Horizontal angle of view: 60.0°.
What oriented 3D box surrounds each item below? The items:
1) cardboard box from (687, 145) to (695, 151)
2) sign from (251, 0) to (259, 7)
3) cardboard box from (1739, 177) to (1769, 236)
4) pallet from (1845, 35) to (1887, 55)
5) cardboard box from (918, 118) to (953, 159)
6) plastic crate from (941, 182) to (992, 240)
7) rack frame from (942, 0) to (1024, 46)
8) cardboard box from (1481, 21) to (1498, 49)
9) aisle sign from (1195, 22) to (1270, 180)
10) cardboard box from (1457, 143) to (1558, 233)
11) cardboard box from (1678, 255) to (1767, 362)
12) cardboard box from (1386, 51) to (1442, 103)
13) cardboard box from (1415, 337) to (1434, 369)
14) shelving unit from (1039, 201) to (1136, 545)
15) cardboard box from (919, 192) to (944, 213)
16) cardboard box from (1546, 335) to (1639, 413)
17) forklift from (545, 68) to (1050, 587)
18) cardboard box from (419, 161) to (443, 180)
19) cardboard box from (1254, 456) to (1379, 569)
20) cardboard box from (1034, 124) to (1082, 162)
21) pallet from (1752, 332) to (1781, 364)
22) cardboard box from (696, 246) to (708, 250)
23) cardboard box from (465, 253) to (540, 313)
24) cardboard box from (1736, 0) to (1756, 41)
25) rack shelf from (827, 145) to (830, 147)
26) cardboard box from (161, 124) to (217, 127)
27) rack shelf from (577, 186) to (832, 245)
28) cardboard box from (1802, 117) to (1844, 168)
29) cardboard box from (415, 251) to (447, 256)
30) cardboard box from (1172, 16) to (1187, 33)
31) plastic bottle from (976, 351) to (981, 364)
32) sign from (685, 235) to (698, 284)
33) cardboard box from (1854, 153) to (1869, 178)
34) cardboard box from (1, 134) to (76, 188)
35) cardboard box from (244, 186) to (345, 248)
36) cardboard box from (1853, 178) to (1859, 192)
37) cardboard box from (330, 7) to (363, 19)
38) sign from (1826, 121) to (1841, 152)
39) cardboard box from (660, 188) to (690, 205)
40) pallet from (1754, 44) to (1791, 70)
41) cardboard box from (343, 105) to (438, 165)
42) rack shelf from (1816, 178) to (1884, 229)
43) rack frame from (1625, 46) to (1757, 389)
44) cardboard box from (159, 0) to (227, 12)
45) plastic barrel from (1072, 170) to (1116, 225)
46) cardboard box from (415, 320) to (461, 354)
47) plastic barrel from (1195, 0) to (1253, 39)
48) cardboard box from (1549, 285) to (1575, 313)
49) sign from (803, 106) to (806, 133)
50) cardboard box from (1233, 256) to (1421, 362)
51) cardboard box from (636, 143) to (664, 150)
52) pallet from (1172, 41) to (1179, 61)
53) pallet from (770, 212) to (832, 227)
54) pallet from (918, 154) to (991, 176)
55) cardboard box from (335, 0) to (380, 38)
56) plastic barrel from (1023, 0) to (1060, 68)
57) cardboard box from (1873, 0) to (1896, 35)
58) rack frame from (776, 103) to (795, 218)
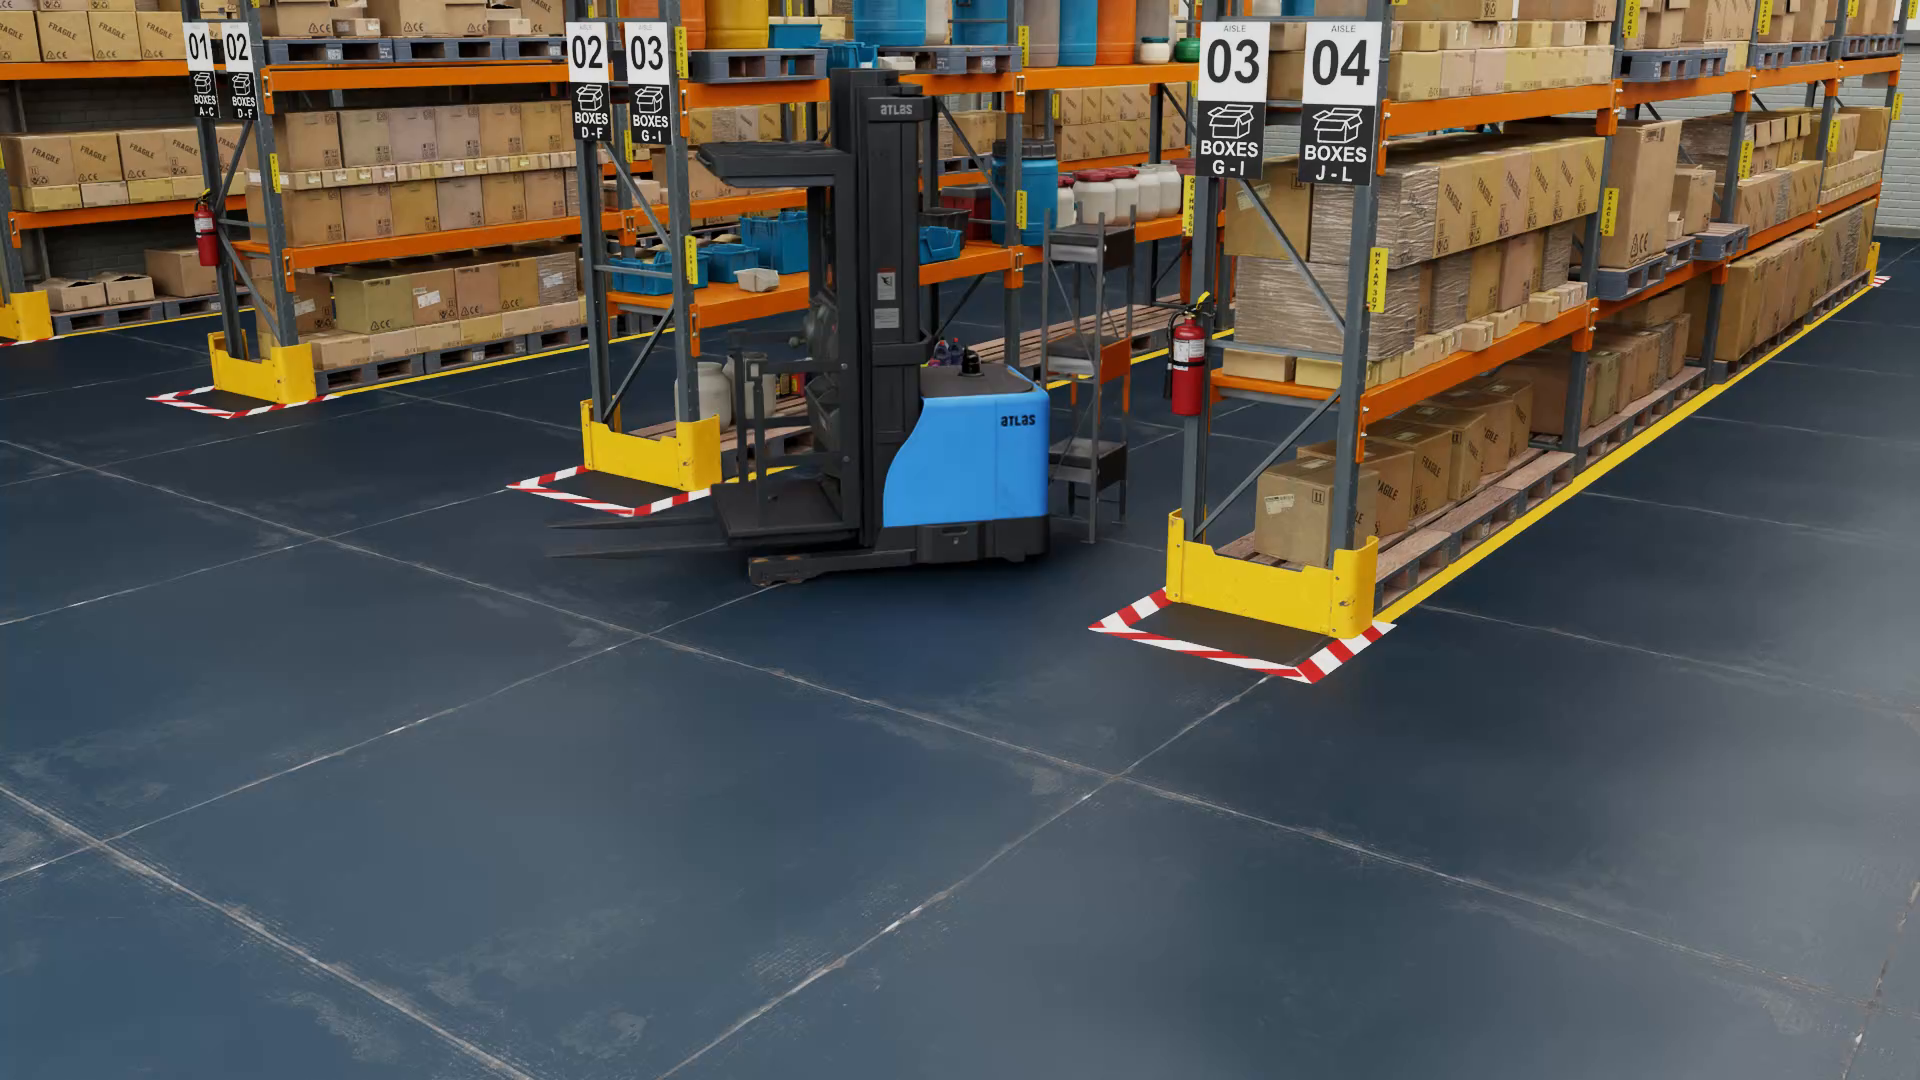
[{"bbox_3d":[-4.184,-5.838,24.876,0.380,0.149,0.250,13,21,35],"label":"cardboard box"},{"bbox_3d":[-5.816,-4.552,13.680,0.100,0.325,0.005,12,21,35],"label":"sign"},{"bbox_3d":[7.276,-3.157,15.683,0.500,0.500,0.500,12,21,33],"label":"cardboard box"},{"bbox_3d":[10.069,-5.743,19.272,1.003,0.211,1.213,12,21,35],"label":"pallet"},{"bbox_3d":[-0.508,-5.272,21.786,0.500,0.500,0.700,-15,23,-40],"label":"cardboard box"},{"bbox_3d":[0.144,-3.041,15.369,0.402,0.464,0.583,12,21,35],"label":"plastic crate"},{"bbox_3d":[0.101,-5.706,13.944,1.000,3.000,0.127,12,21,35],"label":"rack frame"},{"bbox_3d":[2.848,-2.893,9.523,0.380,0.149,0.250,11,21,32],"label":"cardboard box"},{"bbox_3d":[1.418,-2.293,8.685,0.394,0.787,0.004,12,21,35],"label":"aisle sign"},{"bbox_3d":[3.437,-2.239,10.539,0.500,0.500,0.500,12,21,35],"label":"cardboard box"},{"bbox_3d":[6.890,-2.265,15.853,1.225,0.875,0.875,11,21,32],"label":"cardboard box"},{"bbox_3d":[2.191,-2.443,8.747,0.500,0.250,0.500,13,22,36],"label":"cardboard box"},{"bbox_3d":[2.515,-1.095,9.635,0.380,0.149,0.250,12,21,35],"label":"cardboard box"},{"bbox_3d":[0.805,-1.066,10.630,0.431,2.100,0.503,9,20,27],"label":"shelving unit"},{"bbox_3d":[-0.486,-4.567,22.601,0.500,0.250,0.500,12,21,34],"label":"cardboard box"},{"bbox_3d":[5.095,-1.368,13.564,0.700,0.500,0.500,10,20,30],"label":"cardboard box"},{"bbox_3d":[-1.019,-1.295,9.973,3.031,2.935,1.130,-4,18,-13],"label":"forklift"},{"bbox_3d":[-5.085,-3.484,15.643,0.380,0.149,0.250,12,21,34],"label":"cardboard box"},{"bbox_3d":[2.081,-0.165,9.725,0.500,0.500,0.500,-15,23,-40],"label":"cardboard box"},{"bbox_3d":[1.415,-5.743,24.012,0.500,0.500,0.500,13,22,36],"label":"cardboard box"},{"bbox_3d":[7.720,-2.050,16.990,1.003,0.211,1.213,12,21,35],"label":"pallet"},{"bbox_3d":[-2.818,-3.168,18.871,0.500,0.311,0.500,12,21,33],"label":"cardboard box"},{"bbox_3d":[-4.577,-2.577,16.647,0.500,0.500,0.500,12,21,35],"label":"cardboard box"},{"bbox_3d":[6.379,-4.479,14.041,0.500,0.500,0.500,13,22,36],"label":"cardboard box"},{"bbox_3d":[-1.897,-6.630,28.247,1.077,0.370,4.000,12,21,35],"label":"rack shelf"},{"bbox_3d":[-8.915,-4.572,19.364,0.500,0.500,0.500,13,22,36],"label":"cardboard box"},{"bbox_3d":[-2.683,-3.850,19.296,1.077,0.370,4.000,12,21,35],"label":"rack shelf"},{"bbox_3d":[9.337,-4.368,18.240,0.500,0.500,0.500,12,21,35],"label":"cardboard box"},{"bbox_3d":[-7.162,-3.918,21.775,0.700,0.500,0.500,12,21,34],"label":"cardboard box"},{"bbox_3d":[3.174,-8.007,25.823,0.500,0.250,0.500,12,21,35],"label":"cardboard box"},{"bbox_3d":[0.136,-1.573,14.728,0.097,0.201,0.097,0,17,0],"label":"plastic bottle"},{"bbox_3d":[-1.843,-1.922,11.408,0.100,0.325,0.005,12,21,35],"label":"sign"},{"bbox_3d":[10.548,-4.490,19.895,0.500,0.250,0.500,12,21,33],"label":"cardboard box"},{"bbox_3d":[-9.712,-3.995,17.506,0.500,0.500,0.500,12,21,35],"label":"cardboard box"},{"bbox_3d":[-5.969,-2.921,14.923,0.700,0.500,0.500,12,21,35],"label":"cardboard box"},{"bbox_3d":[10.371,-4.197,19.623,0.380,0.149,0.250,13,21,36],"label":"cardboard box"},{"bbox_3d":[-5.783,-4.713,15.115,0.500,0.250,0.500,12,21,35],"label":"cardboard box"},{"bbox_3d":[9.287,-4.292,17.690,0.100,0.325,0.005,12,21,35],"label":"sign"},{"bbox_3d":[-3.182,-3.772,18.255,0.380,0.149,0.250,12,21,35],"label":"cardboard box"},{"bbox_3d":[6.804,-4.423,15.190,1.213,0.211,1.003,14,22,37],"label":"pallet"},{"bbox_3d":[-5.329,-3.799,15.565,0.700,0.500,0.500,13,21,35],"label":"cardboard box"},{"bbox_3d":[10.038,-4.004,19.791,1.077,0.370,4.000,12,21,35],"label":"rack shelf"},{"bbox_3d":[6.463,-2.918,15.083,1.000,3.000,0.127,12,21,35],"label":"rack frame"},{"bbox_3d":[-8.557,-6.133,18.488,0.500,0.500,0.500,12,21,33],"label":"cardboard box"},{"bbox_3d":[1.285,-3.269,15.985,0.433,0.535,0.433,0,17,0],"label":"plastic barrel"},{"bbox_3d":[-5.166,-1.979,15.986,0.500,0.250,0.500,12,21,35],"label":"cardboard box"},{"bbox_3d":[2.825,-5.766,17.764,0.600,0.830,0.708,12,21,35],"label":"plastic barrel"},{"bbox_3d":[4.031,-1.684,11.534,0.380,0.149,0.250,12,21,35],"label":"cardboard box"},{"bbox_3d":[-1.932,-5.278,20.864,0.100,0.325,0.005,12,21,35],"label":"sign"},{"bbox_3d":[2.046,-1.329,9.294,0.875,0.500,0.500,12,21,35],"label":"cardboard box"},{"bbox_3d":[-4.657,-5.937,24.100,0.500,0.500,0.500,13,22,36],"label":"cardboard box"},{"bbox_3d":[3.019,-5.301,18.015,1.003,0.211,1.213,12,21,35],"label":"pallet"},{"bbox_3d":[-2.572,-5.332,27.559,1.003,0.211,1.213,12,21,35],"label":"pallet"},{"bbox_3d":[-0.336,-5.042,22.245,1.003,0.211,1.213,12,21,35],"label":"pallet"},{"bbox_3d":[-7.465,-6.388,20.323,0.500,0.500,0.500,16,24,42],"label":"cardboard box"},{"bbox_3d":[0.620,-4.828,15.329,0.600,0.901,0.600,0,17,0],"label":"plastic barrel"},{"bbox_3d":[10.962,-6.419,20.253,0.700,0.500,0.500,11,20,31],"label":"cardboard box"},{"bbox_3d":[-3.088,-6.497,26.607,1.000,3.000,0.127,12,21,35],"label":"rack frame"}]
